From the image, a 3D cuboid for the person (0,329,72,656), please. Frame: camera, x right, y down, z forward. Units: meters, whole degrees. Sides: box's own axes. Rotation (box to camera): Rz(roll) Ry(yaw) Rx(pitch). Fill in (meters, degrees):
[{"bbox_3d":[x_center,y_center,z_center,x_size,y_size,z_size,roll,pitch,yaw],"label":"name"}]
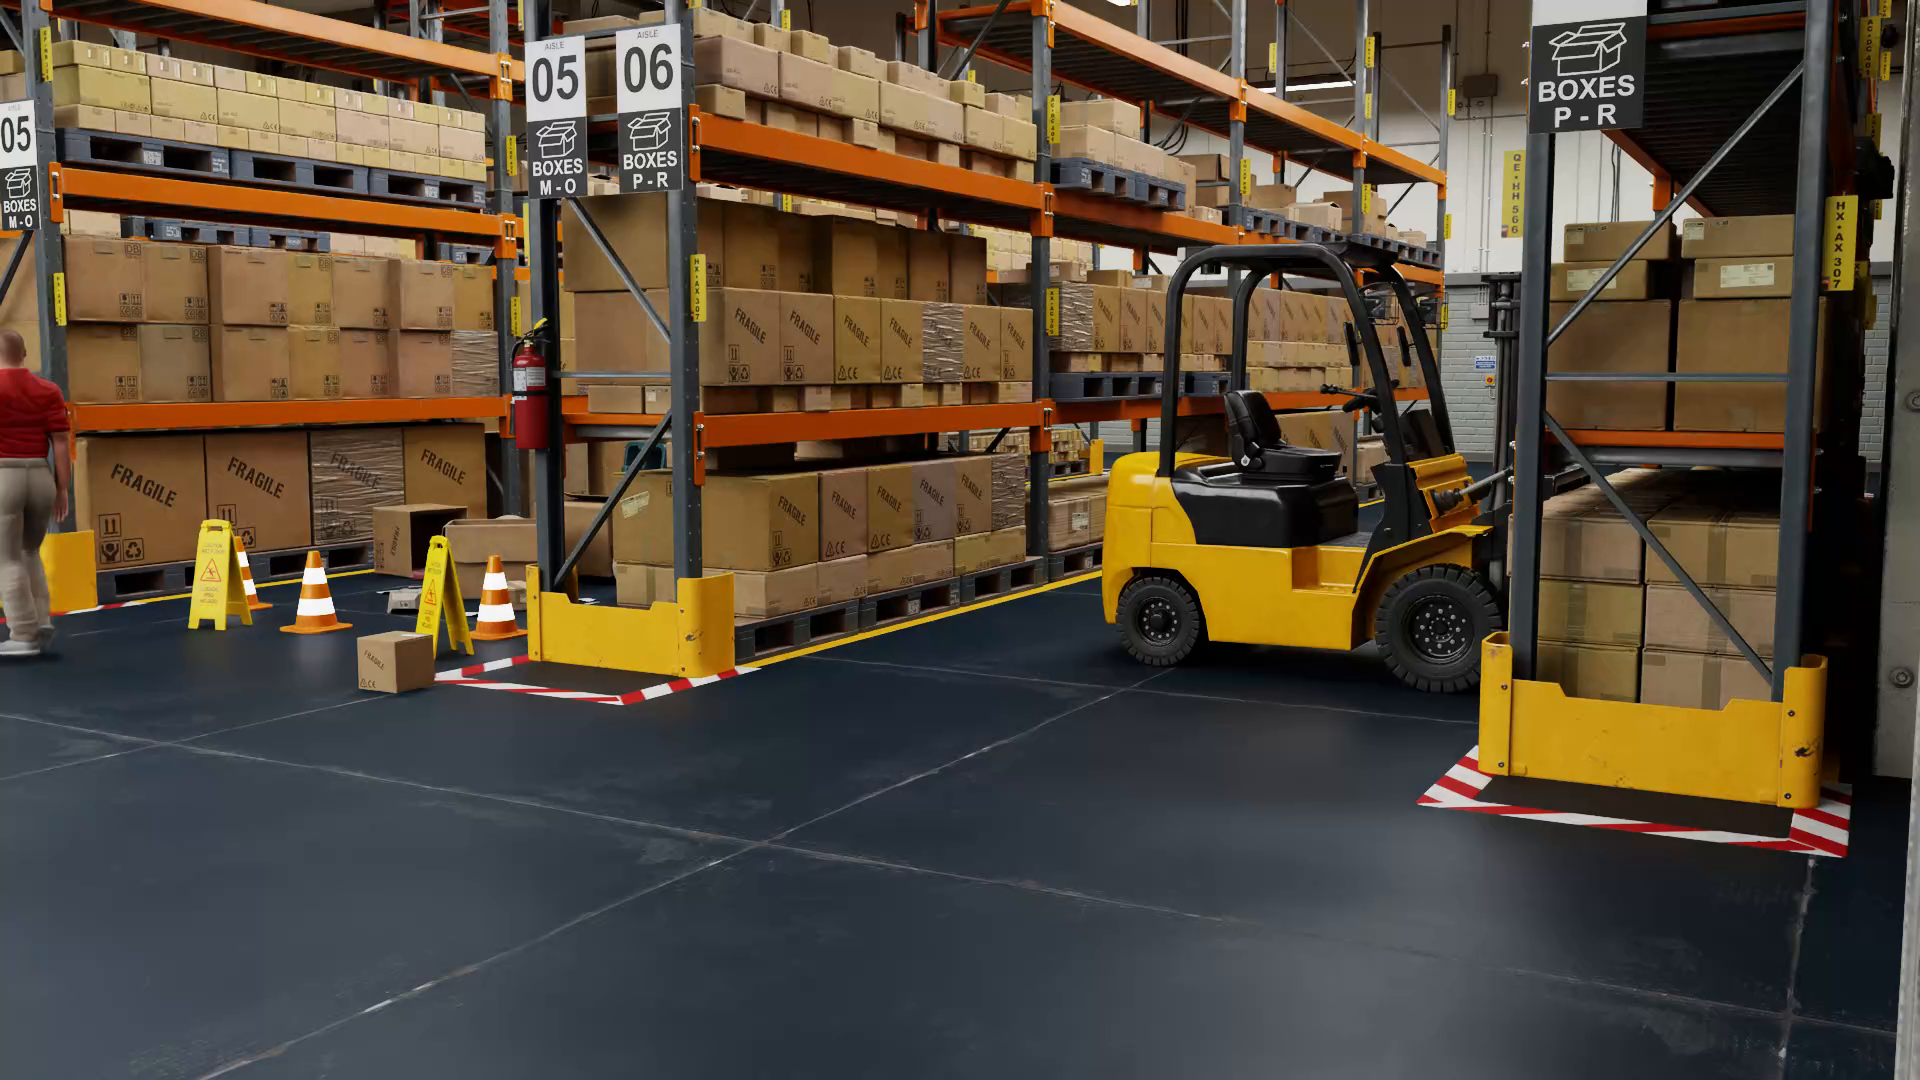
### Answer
[{"bbox_3d":[-5.014,-0.210,8.774,0.446,1.792,0.530,3,7,27],"label":"person"}]
